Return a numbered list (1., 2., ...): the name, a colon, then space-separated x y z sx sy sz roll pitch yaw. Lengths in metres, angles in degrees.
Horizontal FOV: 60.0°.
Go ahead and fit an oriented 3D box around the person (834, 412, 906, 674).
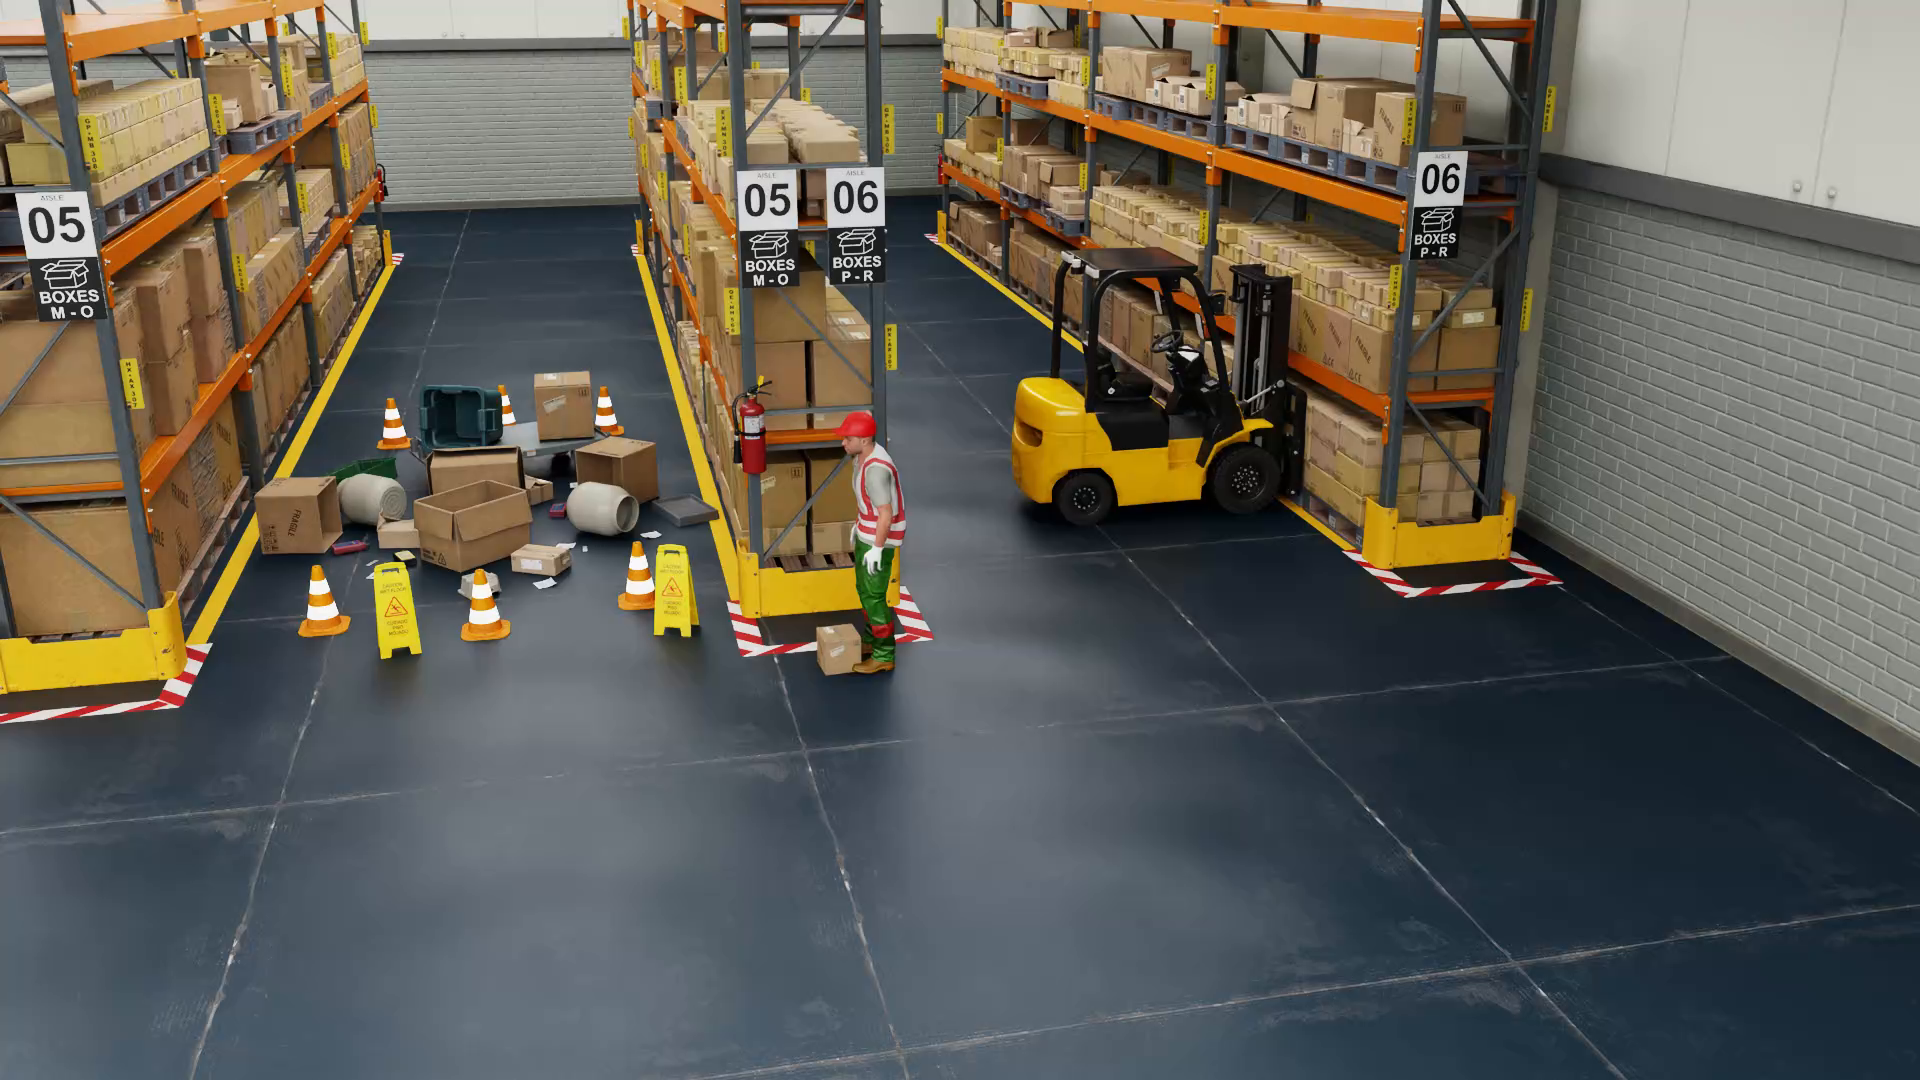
1. person: -0.600 0.003 11.038 0.454 1.779 0.610 -5 20 -13
